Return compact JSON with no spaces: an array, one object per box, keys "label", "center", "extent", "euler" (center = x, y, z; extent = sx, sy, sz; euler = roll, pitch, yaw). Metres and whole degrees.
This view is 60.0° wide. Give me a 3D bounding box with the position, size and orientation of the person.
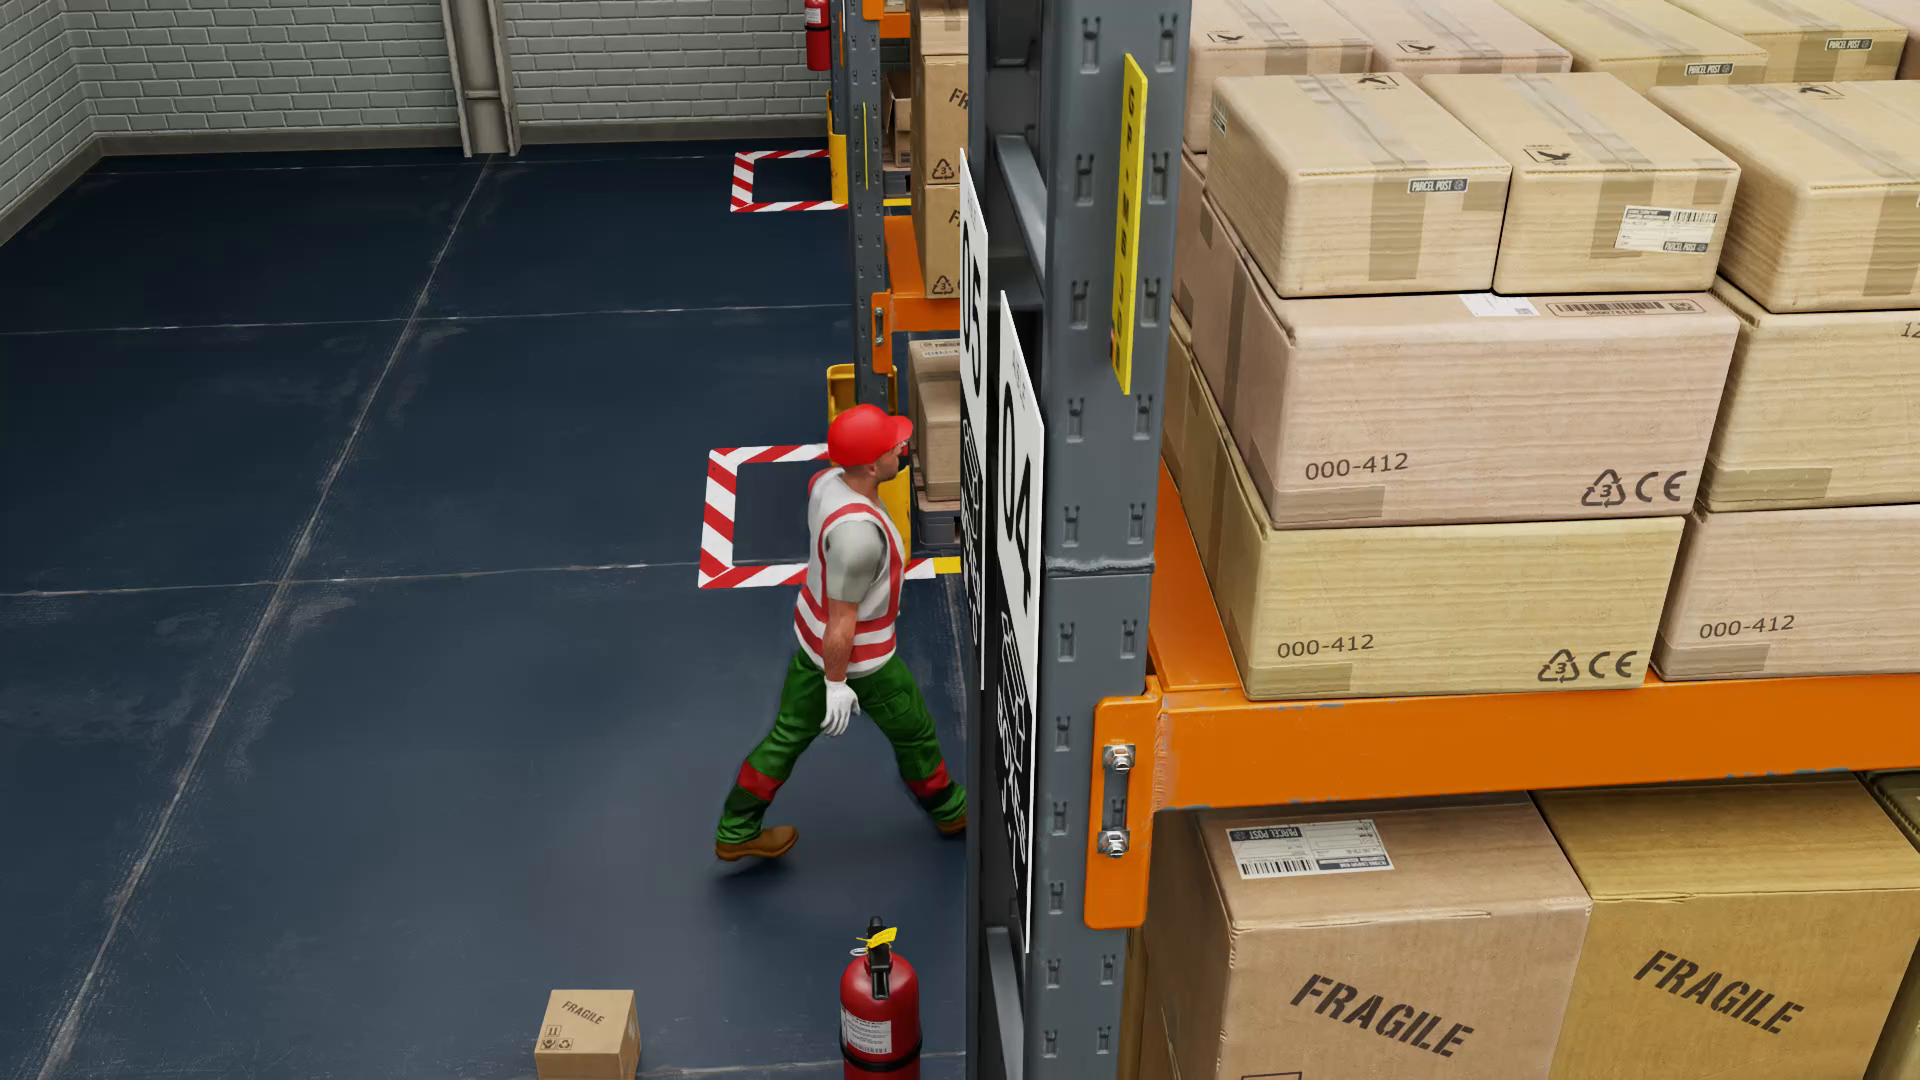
[{"label":"person","center":[-0.343,0.331,5.576],"extent":[1.087,1.733,0.577],"euler":[-11,33,-18]}]
